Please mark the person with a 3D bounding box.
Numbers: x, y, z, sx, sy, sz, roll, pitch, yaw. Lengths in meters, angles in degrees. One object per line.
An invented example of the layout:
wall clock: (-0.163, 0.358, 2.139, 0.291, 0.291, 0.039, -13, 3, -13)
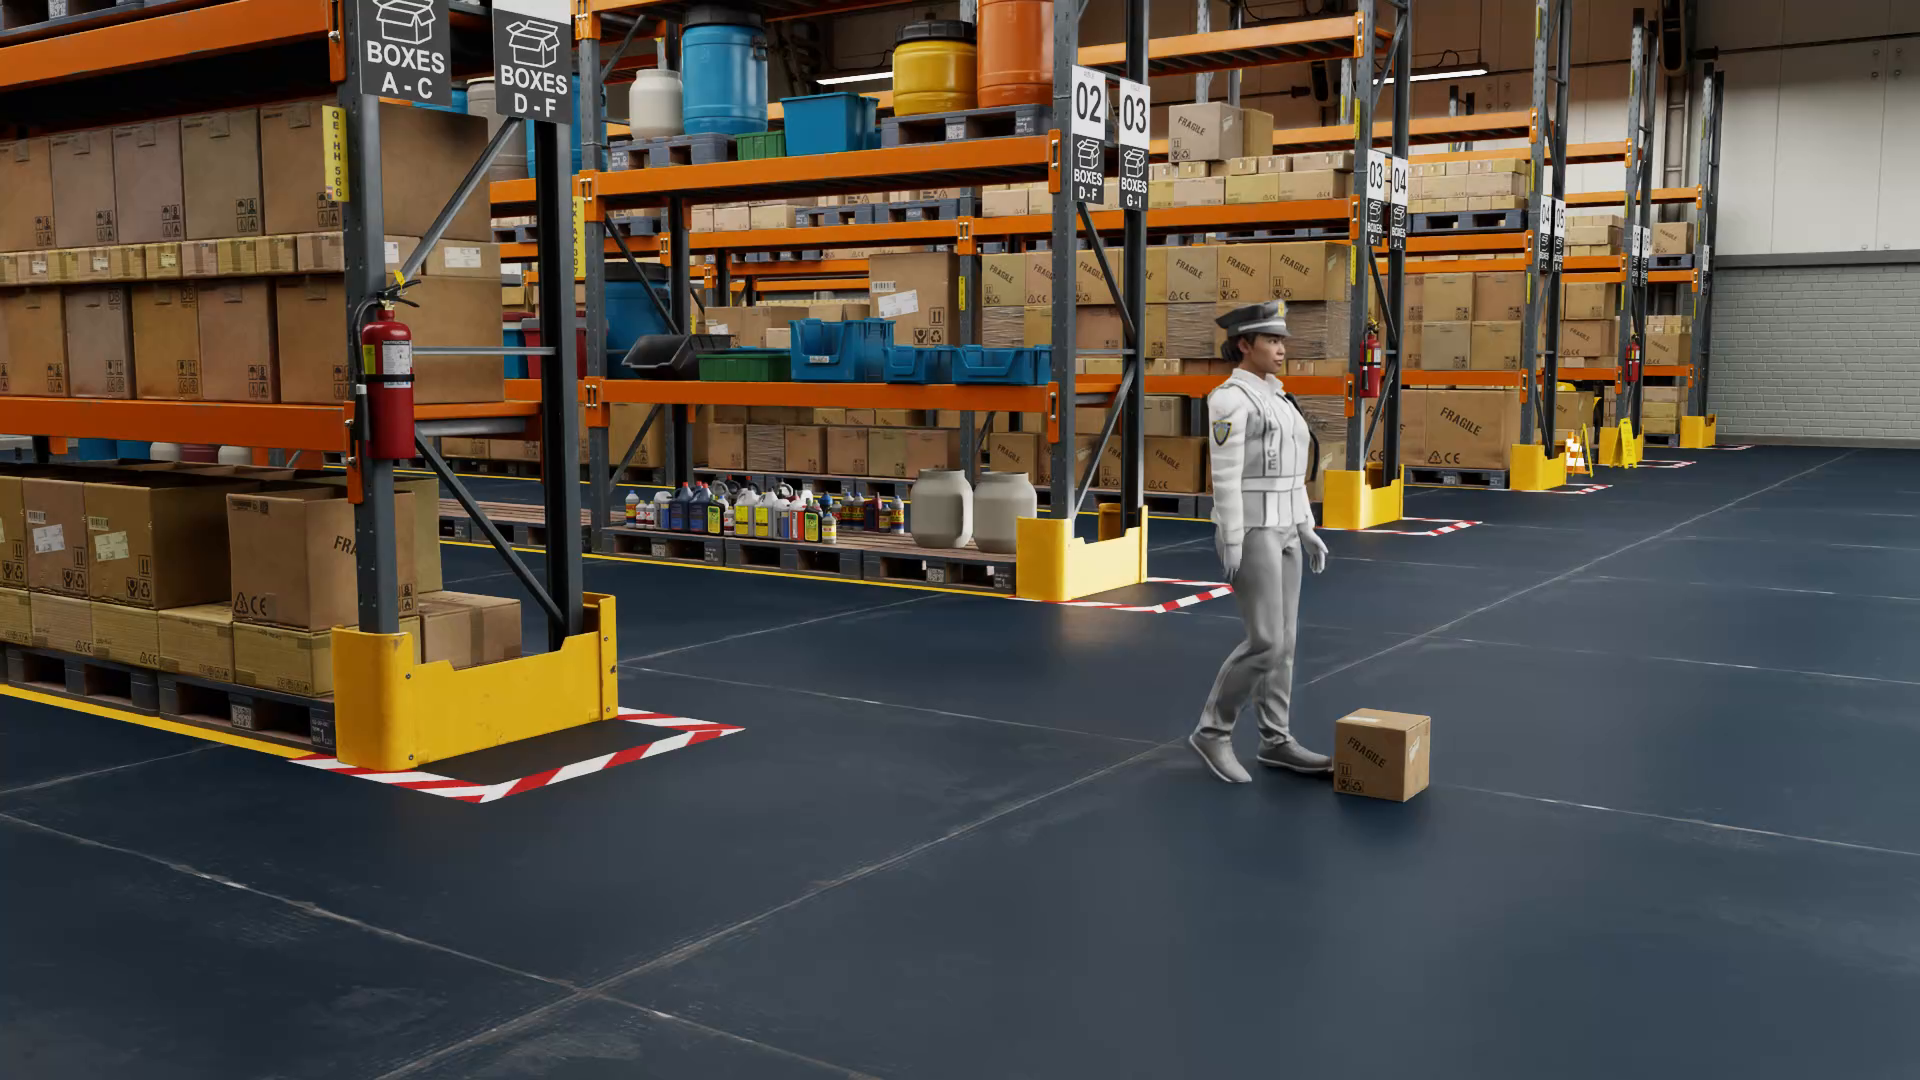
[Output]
person: (1.096, 0.012, 5.904, 0.458, 1.720, 0.492, 4, 8, 34)
